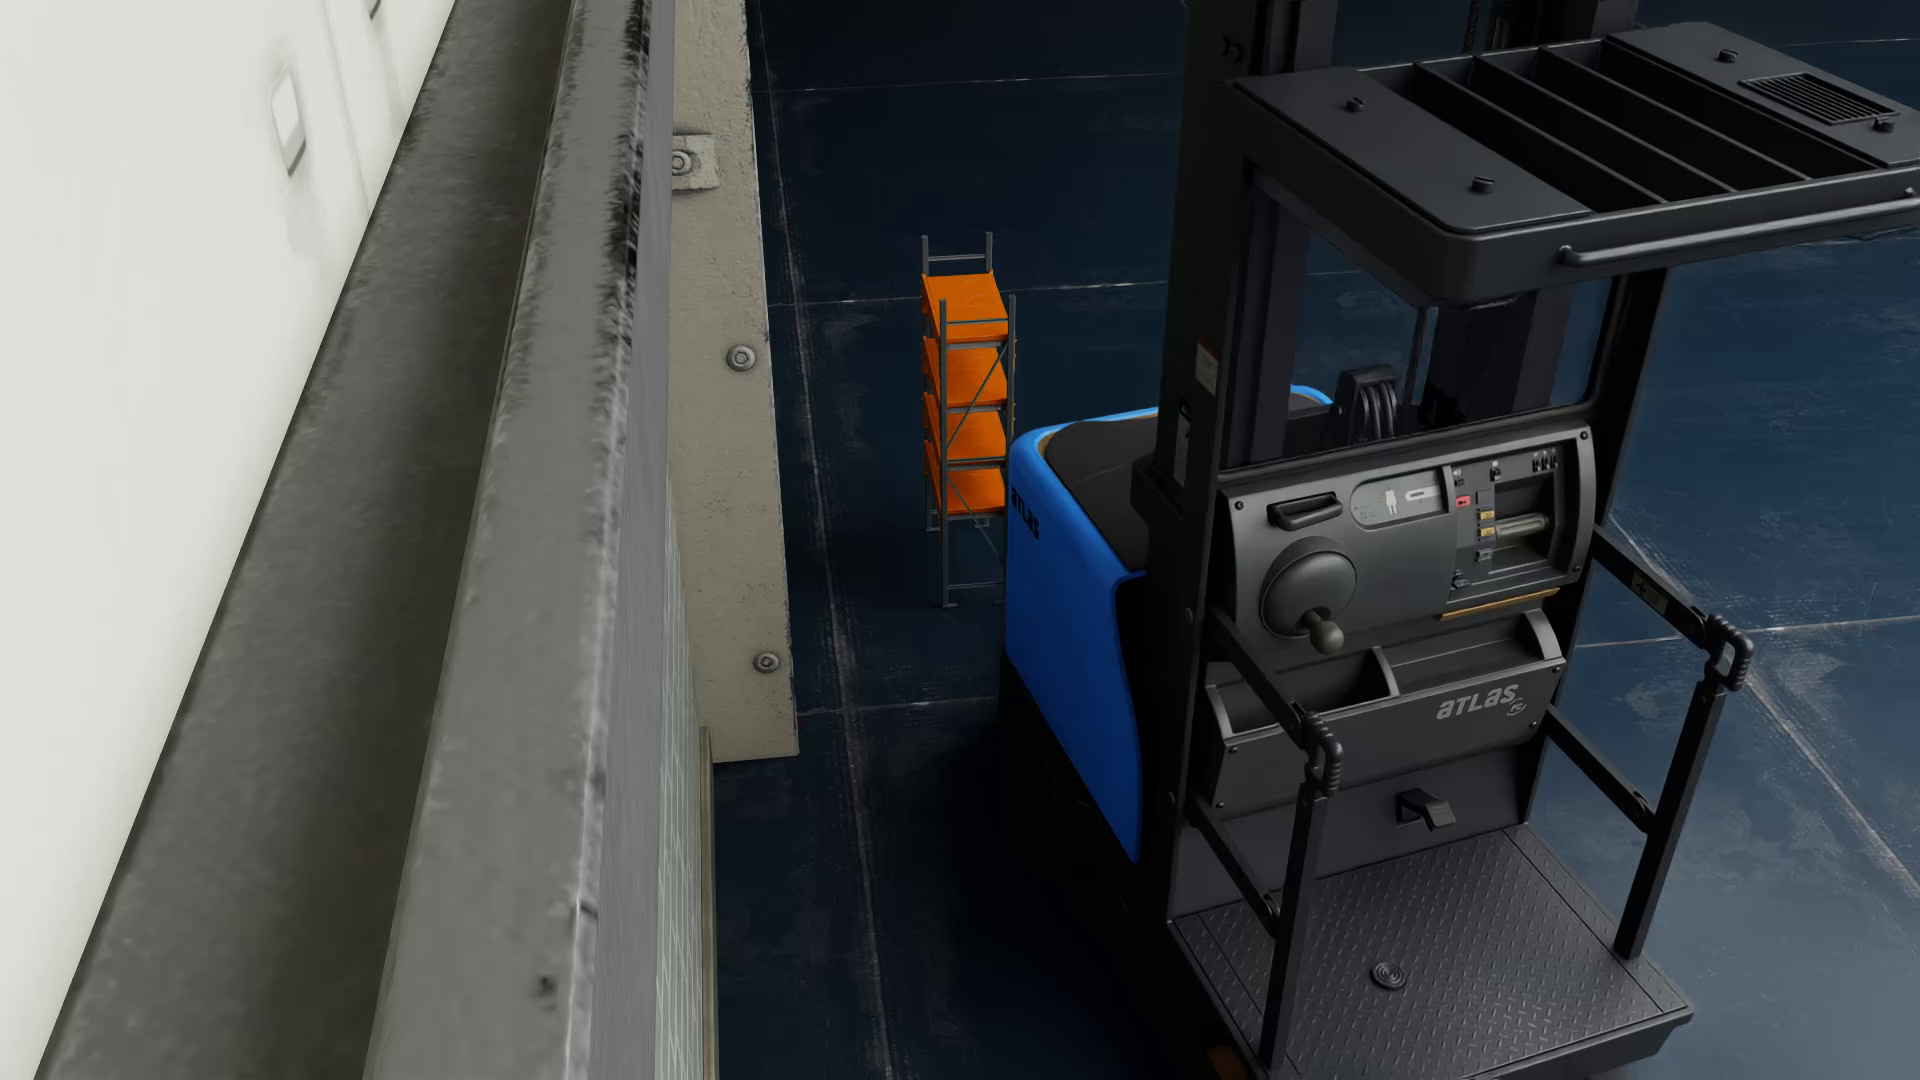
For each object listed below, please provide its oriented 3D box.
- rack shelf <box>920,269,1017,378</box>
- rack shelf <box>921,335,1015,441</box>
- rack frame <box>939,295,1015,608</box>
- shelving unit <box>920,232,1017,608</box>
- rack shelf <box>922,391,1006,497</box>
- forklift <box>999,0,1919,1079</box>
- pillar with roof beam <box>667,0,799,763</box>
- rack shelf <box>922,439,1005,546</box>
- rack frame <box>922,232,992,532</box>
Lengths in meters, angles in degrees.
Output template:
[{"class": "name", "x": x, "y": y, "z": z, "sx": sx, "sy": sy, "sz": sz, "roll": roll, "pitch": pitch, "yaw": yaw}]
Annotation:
[{"class": "rack shelf", "x": 0.022, "y": -0.728, "z": 5.555, "sx": 0.258, "sy": 0.148, "sz": 0.480, "roll": -4, "pitch": 35, "yaw": -6}, {"class": "rack shelf", "x": 0.022, "y": -0.533, "z": 5.688, "sx": 0.258, "sy": 0.148, "sz": 0.480, "roll": -4, "pitch": 35, "yaw": -6}, {"class": "rack frame", "x": 0.055, "y": -0.267, "z": 5.577, "sx": 0.240, "sy": 1.200, "sz": 0.015, "roll": -4, "pitch": 35, "yaw": -6}, {"class": "shelving unit", "x": 0.022, "y": -0.403, "z": 5.777, "sx": 0.258, "sy": 1.200, "sz": 0.503, "roll": -4, "pitch": 35, "yaw": -6}, {"class": "rack shelf", "x": 0.022, "y": -0.348, "z": 5.814, "sx": 0.258, "sy": 0.148, "sz": 0.480, "roll": -4, "pitch": 35, "yaw": -6}, {"class": "forklift", "x": 1.095, "y": 0.056, "z": 3.566, "sx": 1.130, "sy": 2.935, "sz": 3.031, "roll": -11, "pitch": 36, "yaw": -16}, {"class": "pillar with roof beam", "x": 3.579, "y": -3.465, "z": 3.343, "sx": 9.100, "sy": 9.000, "sz": 0.400, "roll": -4, "pitch": 35, "yaw": -6}, {"class": "rack shelf", "x": 0.022, "y": -0.184, "z": 5.926, "sx": 0.258, "sy": 0.148, "sz": 0.480, "roll": -4, "pitch": 35, "yaw": -6}, {"class": "rack frame", "x": -0.011, "y": -0.540, "z": 5.976, "sx": 0.240, "sy": 1.200, "sz": 0.015, "roll": -4, "pitch": 35, "yaw": -6}]
